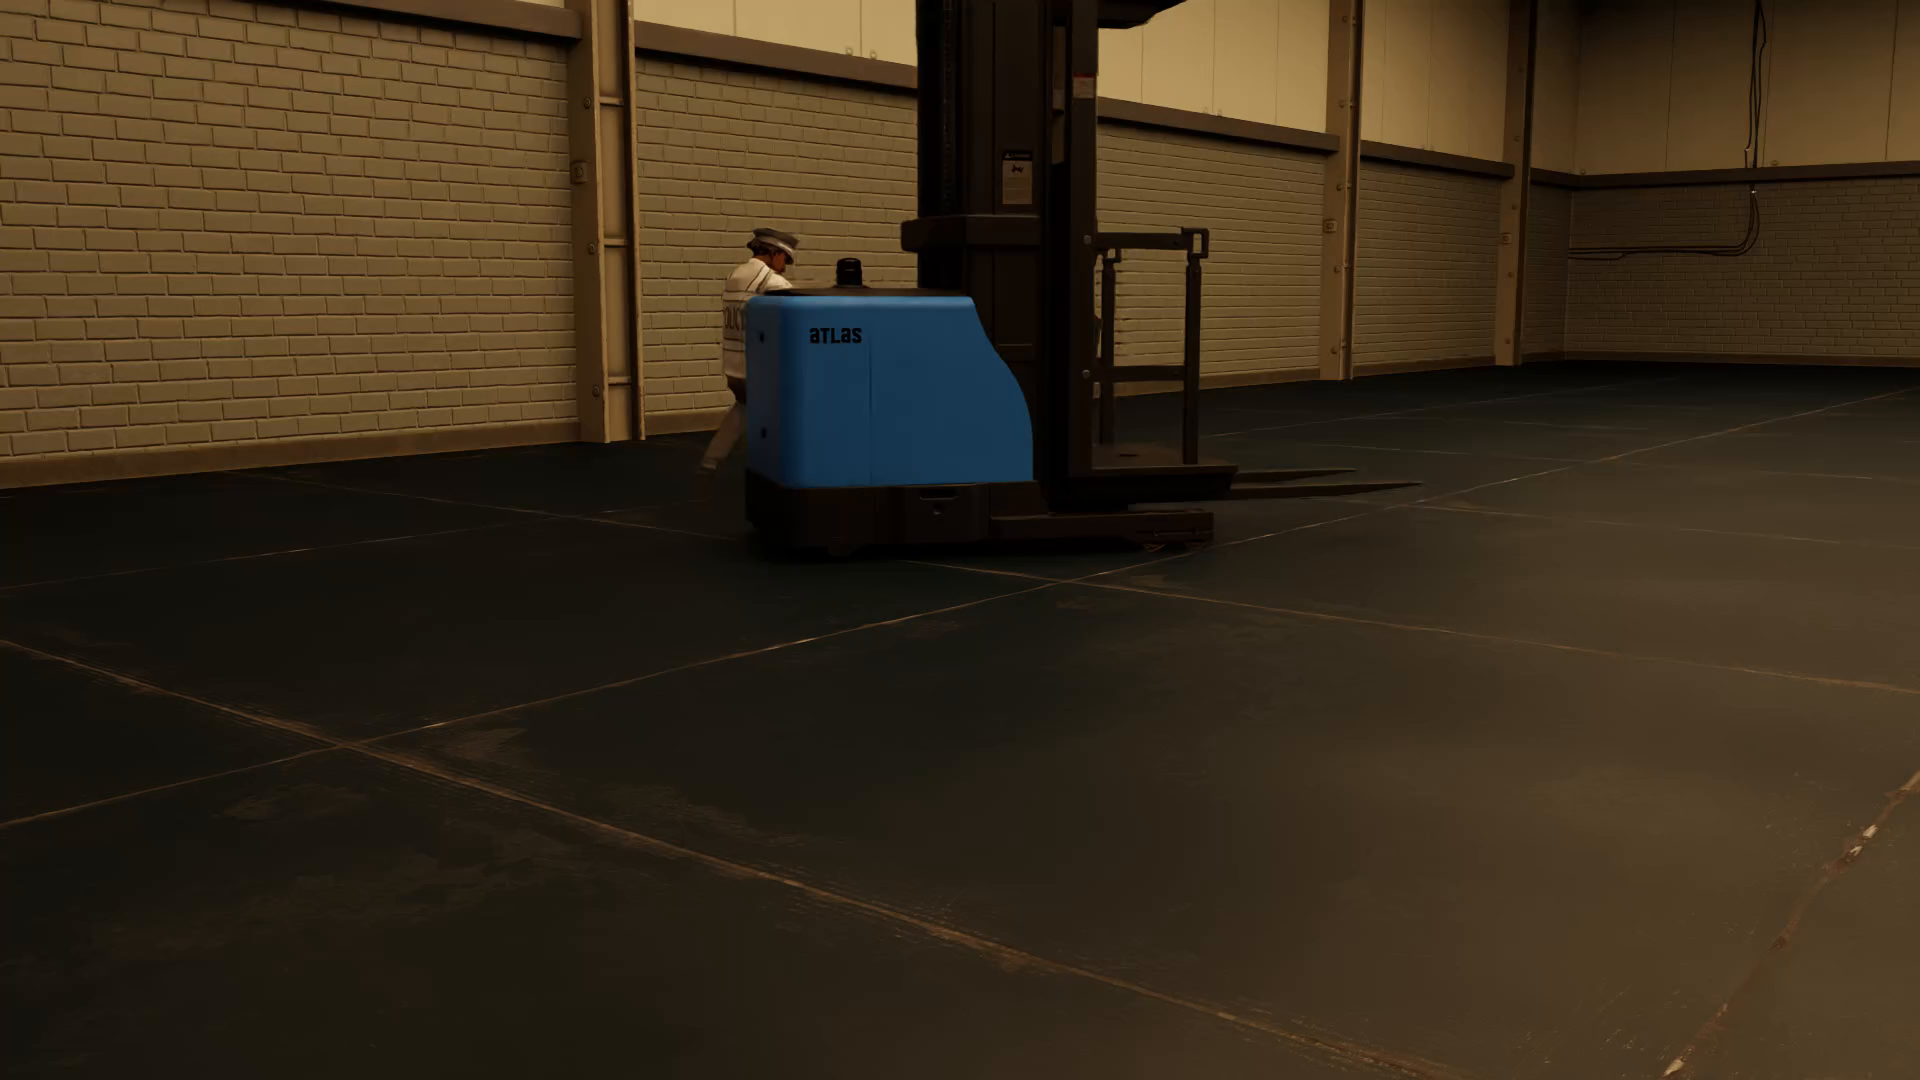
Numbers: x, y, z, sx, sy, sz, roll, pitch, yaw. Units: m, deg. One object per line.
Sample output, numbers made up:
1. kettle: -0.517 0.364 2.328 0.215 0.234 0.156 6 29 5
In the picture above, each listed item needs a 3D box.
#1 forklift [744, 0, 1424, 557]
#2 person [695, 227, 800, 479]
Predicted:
1. forklift: 0.595 -1.478 7.385 3.031 2.935 1.130 -2 9 -16
2. person: -1.006 -0.982 9.199 0.649 1.460 1.176 -7 11 -39
